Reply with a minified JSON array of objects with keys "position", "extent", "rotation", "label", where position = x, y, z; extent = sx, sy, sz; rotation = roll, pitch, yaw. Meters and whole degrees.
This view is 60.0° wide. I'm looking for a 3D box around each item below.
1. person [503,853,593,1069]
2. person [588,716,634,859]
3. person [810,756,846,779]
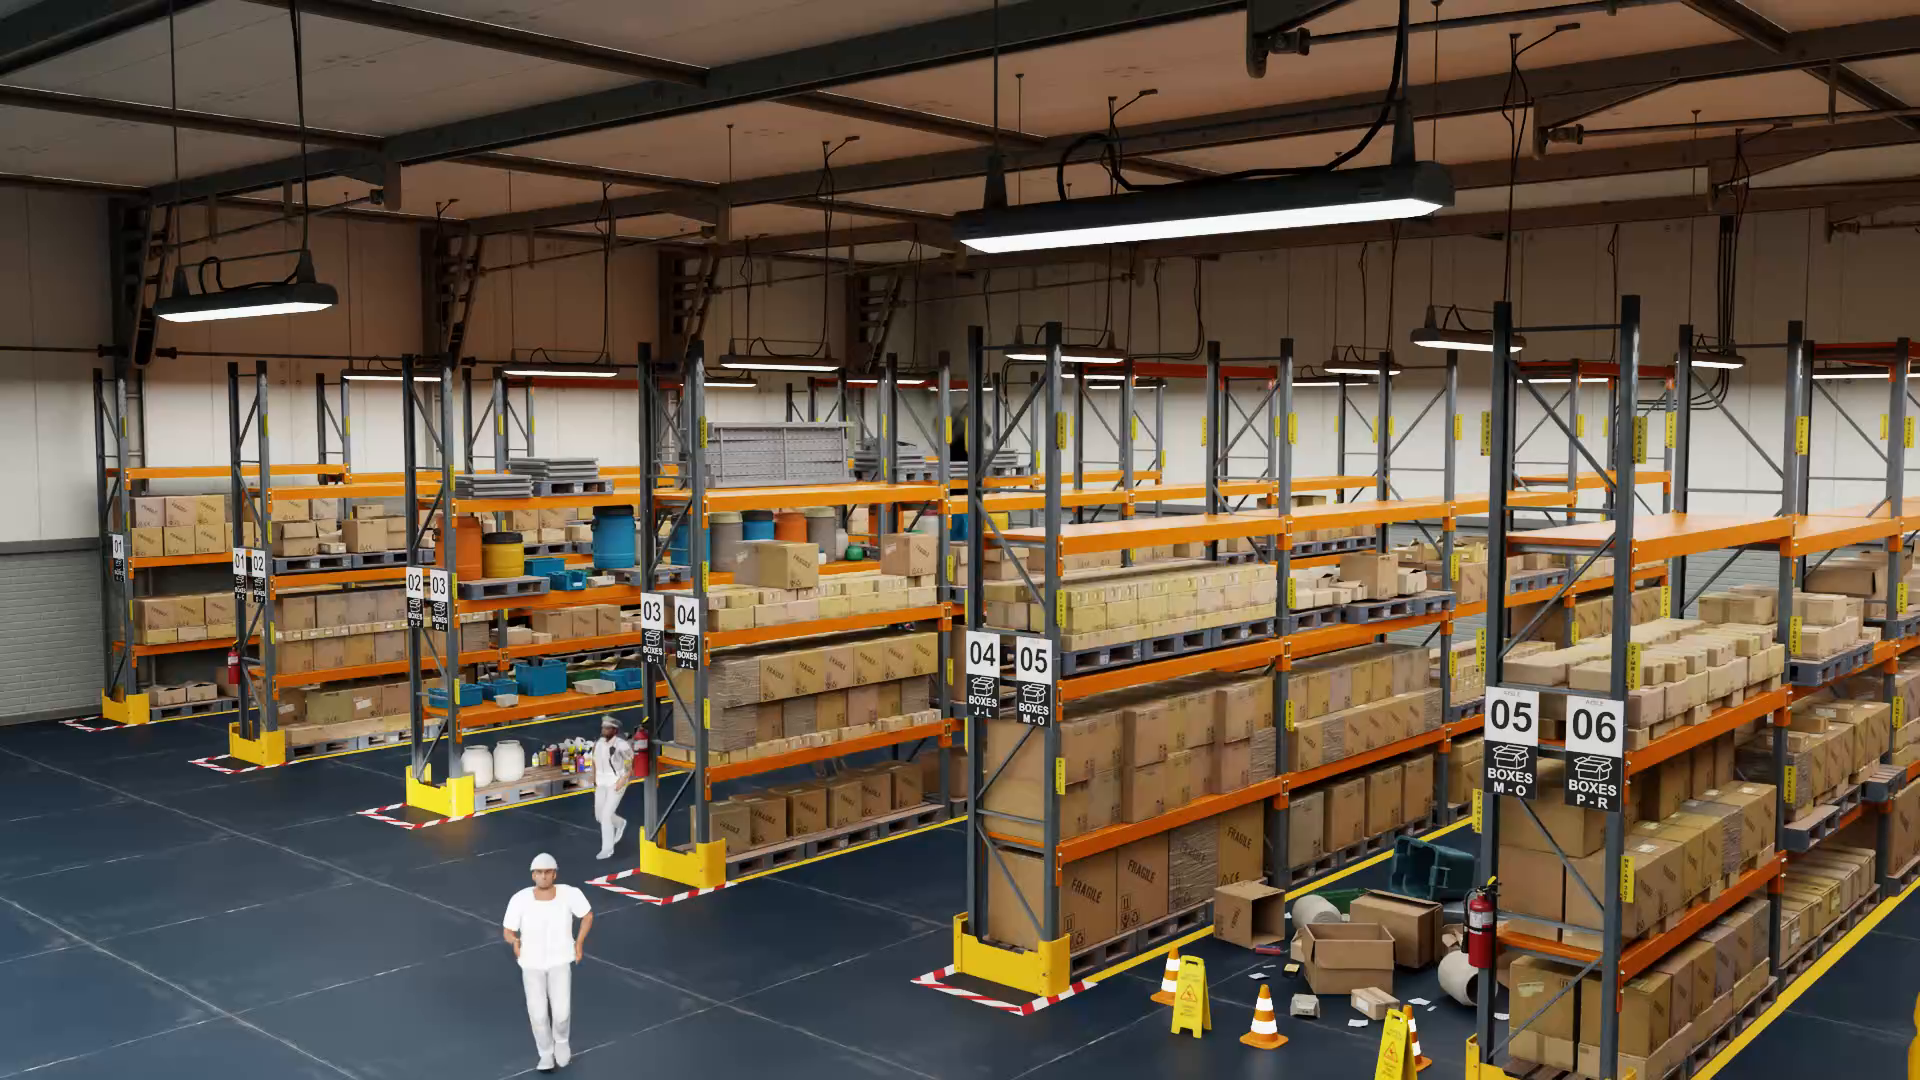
[{"position":[-3.238,3.328,13.047],"extent":[0.685,1.724,0.600],"rotation":[-1,4,-9],"label":"person"},{"position":[-4.087,2.899,19.729],"extent":[0.609,1.695,0.649],"rotation":[2,5,26],"label":"person"},{"position":[-1.784,2.619,22.647],"extent":[0.655,1.807,0.729],"rotation":[2,5,29],"label":"person"}]
